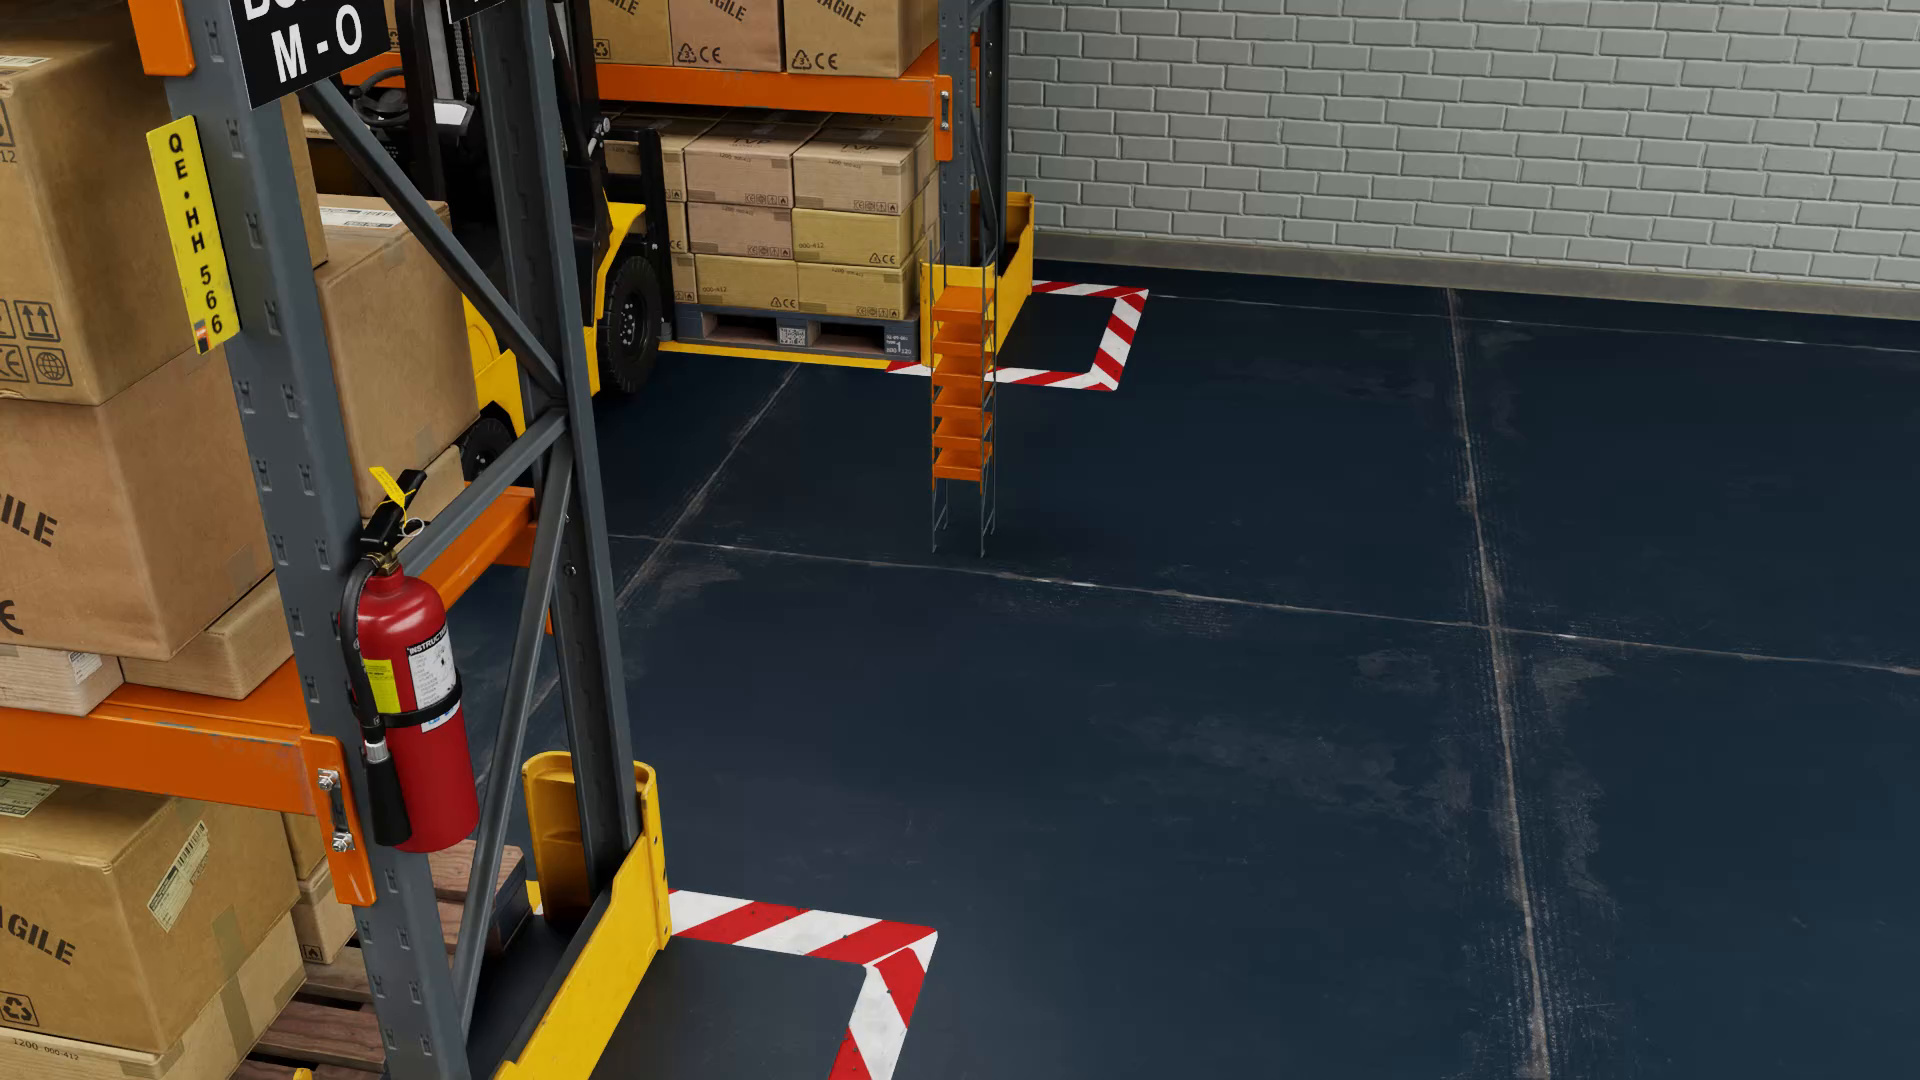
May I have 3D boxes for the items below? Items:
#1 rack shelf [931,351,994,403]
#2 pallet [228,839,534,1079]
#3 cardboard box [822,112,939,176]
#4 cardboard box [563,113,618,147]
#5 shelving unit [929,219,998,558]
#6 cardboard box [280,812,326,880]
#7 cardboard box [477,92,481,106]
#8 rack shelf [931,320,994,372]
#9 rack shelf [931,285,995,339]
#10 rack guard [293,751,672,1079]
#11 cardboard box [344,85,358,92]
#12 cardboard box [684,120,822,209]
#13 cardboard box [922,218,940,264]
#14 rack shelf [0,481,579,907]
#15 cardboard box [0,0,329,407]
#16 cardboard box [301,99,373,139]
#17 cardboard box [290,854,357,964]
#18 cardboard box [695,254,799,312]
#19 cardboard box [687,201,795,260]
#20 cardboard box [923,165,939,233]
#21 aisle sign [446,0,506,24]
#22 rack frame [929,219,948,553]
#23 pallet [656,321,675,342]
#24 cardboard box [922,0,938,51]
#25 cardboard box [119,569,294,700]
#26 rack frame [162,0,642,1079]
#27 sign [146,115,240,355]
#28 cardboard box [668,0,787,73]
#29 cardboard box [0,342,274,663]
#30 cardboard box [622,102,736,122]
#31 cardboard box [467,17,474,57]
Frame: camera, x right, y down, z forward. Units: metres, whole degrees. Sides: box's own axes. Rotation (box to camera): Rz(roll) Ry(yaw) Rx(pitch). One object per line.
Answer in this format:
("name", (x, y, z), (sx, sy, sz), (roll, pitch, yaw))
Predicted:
("rack shelf", (0.014, -0.591, 5.923), (0.180, 0.103, 0.258), (6, 29, 11))
("pallet", (-1.822, 1.071, 4.074), (1.213, 0.211, 1.003), (6, 29, 11))
("cardboard box", (-0.359, -1.932, 8.040), (0.500, 0.250, 0.500), (5, 29, 10))
("cardboard box", (-1.934, -1.843, 7.878), (0.500, 0.250, 0.500), (5, 29, 10))
("shelving unit", (0.014, -0.525, 5.959), (0.189, 1.200, 0.258), (6, 29, 11))
("cardboard box", (-1.716, 0.433, 3.980), (0.500, 0.500, 0.500), (5, 29, 9))
("cardboard box", (-2.328, -2.137, 8.414), (0.500, 0.250, 0.500), (6, 29, 11))
("rack shelf", (0.014, -0.696, 5.865), (0.180, 0.103, 0.258), (6, 29, 11))
("rack shelf", (0.014, -0.802, 5.808), (0.180, 0.103, 0.258), (6, 29, 11))
("rack guard", (-1.035, 1.042, 3.826), (0.348, 0.500, 1.175), (6, 29, 11))
("cardboard box", (-3.318, -2.237, 8.598), (0.500, 0.250, 0.500), (6, 29, 12))
("cardboard box", (-0.944, -1.743, 7.695), (0.500, 0.250, 0.500), (6, 29, 11))
("cardboard box", (-0.368, -1.497, 8.287), (0.500, 0.250, 0.500), (6, 29, 11))
("rack shelf", (-2.917, 0.068, 3.751), (4.000, 0.370, 1.077), (6, 29, 11))
("cardboard box", (-1.506, -0.608, 2.782), (0.500, 0.500, 0.700), (5, 29, 9))
("cardboard box", (-2.934, -1.944, 8.062), (0.500, 0.250, 0.500), (6, 29, 11))
("cardboard box", (-1.692, 0.764, 4.156), (0.500, 0.250, 0.500), (6, 29, 10))
("cardboard box", (-0.938, -1.309, 7.944), (0.500, 0.250, 0.500), (6, 29, 11))
("cardboard box", (-0.958, -1.533, 7.832), (0.500, 0.250, 0.500), (6, 29, 10))
("cardboard box", (-0.345, -1.720, 8.174), (0.500, 0.250, 0.500), (6, 29, 11))
("aisle sign", (-0.836, -1.326, 2.842), (0.004, 0.787, 0.394), (6, 29, 11))
("rack frame", (-0.075, -0.534, 5.976), (0.006, 1.200, 0.240), (6, 29, 11))
("pallet", (-1.874, -1.335, 8.469), (1.213, 0.211, 1.003), (6, 29, 11))
("cardboard box", (-0.355, -2.602, 7.775), (0.500, 0.500, 0.500), (7, 29, 12))
("cardboard box", (-1.371, 0.126, 3.157), (0.250, 0.149, 0.380), (7, 29, 12))
("rack frame", (-0.961, -0.047, 3.212), (0.127, 3.000, 1.000), (6, 29, 11))
("sign", (-1.097, -0.435, 2.385), (0.005, 0.325, 0.100), (6, 29, 11))
("cardboard box", (-0.970, -2.404, 7.414), (0.500, 0.500, 0.500), (7, 29, 12))
("cardboard box", (-1.549, -0.146, 2.979), (0.500, 0.500, 0.500), (5, 29, 10))
("cardboard box", (-1.335, -2.035, 8.229), (0.500, 0.250, 0.500), (6, 29, 10))
("cardboard box", (-1.965, -2.501, 7.590), (0.500, 0.500, 0.500), (6, 29, 11))
